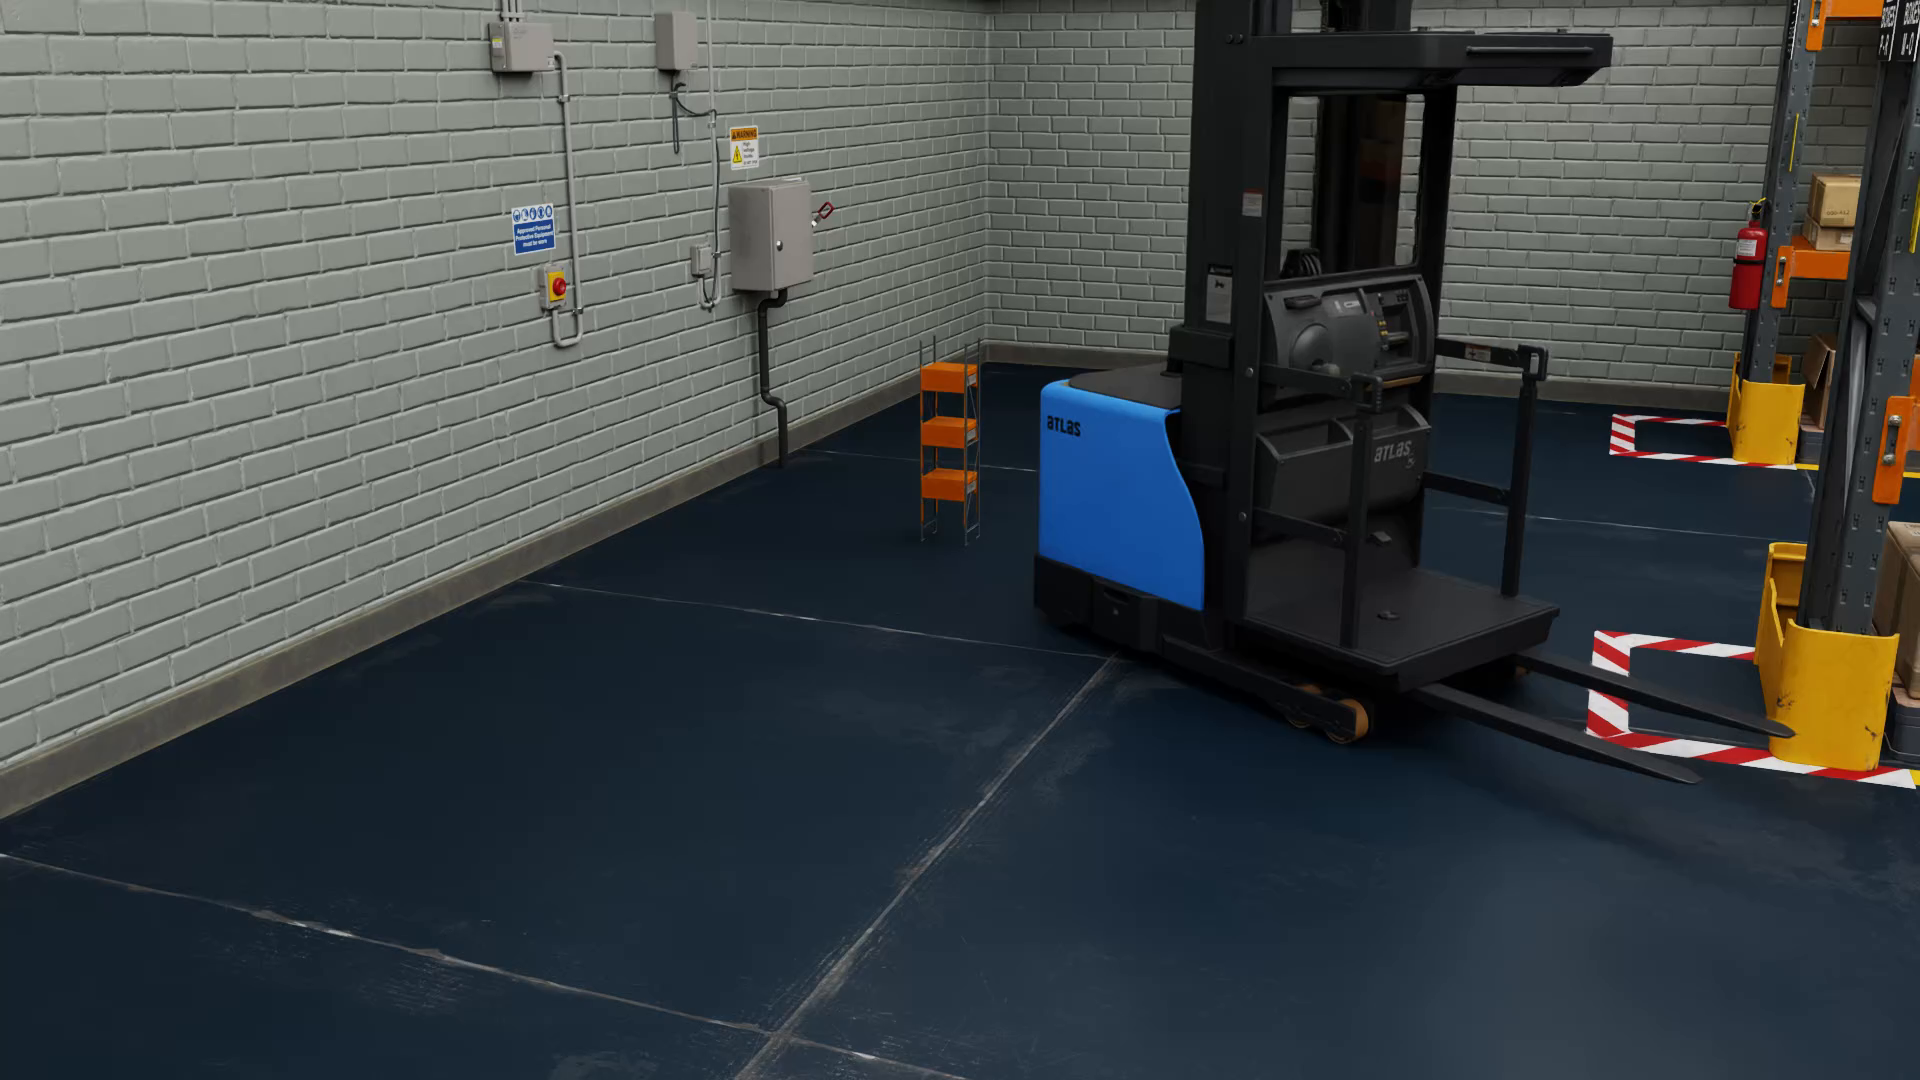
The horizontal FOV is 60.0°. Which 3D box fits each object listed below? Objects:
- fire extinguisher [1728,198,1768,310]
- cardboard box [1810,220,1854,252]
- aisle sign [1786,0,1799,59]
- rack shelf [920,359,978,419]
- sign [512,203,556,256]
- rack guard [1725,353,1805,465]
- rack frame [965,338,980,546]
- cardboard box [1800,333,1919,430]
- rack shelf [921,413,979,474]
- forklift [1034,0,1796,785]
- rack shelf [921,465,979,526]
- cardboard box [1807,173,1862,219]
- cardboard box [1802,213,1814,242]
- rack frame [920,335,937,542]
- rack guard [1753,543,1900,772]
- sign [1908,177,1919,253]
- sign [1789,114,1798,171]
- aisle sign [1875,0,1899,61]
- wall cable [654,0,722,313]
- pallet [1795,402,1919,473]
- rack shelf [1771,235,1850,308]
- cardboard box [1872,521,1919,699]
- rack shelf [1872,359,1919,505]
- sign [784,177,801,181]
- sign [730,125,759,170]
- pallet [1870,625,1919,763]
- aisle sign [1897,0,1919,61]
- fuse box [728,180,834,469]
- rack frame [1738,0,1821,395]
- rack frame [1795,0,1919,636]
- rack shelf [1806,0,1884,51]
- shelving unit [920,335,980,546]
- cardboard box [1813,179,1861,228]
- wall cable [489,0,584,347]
[{"bbox_3d":[4.816,-1.750,10.131,0.183,0.674,0.296,6,17,21],"label":"fire extinguisher"},{"bbox_3d":[5.328,-1.846,10.103,0.250,0.149,0.380,6,17,20],"label":"cardboard box"},{"bbox_3d":[4.952,-3.251,9.828,0.004,0.787,0.394,6,17,21],"label":"aisle sign"},{"bbox_3d":[-0.050,-0.772,8.470,0.240,0.259,0.215,6,17,21],"label":"rack shelf"},{"bbox_3d":[-2.024,-1.478,7.900,0.001,0.218,0.327,6,17,21],"label":"sign"},{"bbox_3d":[5.194,-0.863,10.751,0.348,0.500,1.175,6,17,21],"label":"rack guard"},{"bbox_3d":[0.064,-0.497,8.503,0.008,1.050,0.200,6,17,21],"label":"rack frame"},{"bbox_3d":[5.657,-0.987,10.418,0.637,0.503,0.797,6,17,18],"label":"cardboard box"},{"bbox_3d":[-0.050,-0.499,8.549,0.240,0.259,0.215,6,17,21],"label":"rack shelf"},{"bbox_3d":[1.635,-0.815,6.224,1.130,2.935,3.031,-12,20,-36],"label":"forklift"},{"bbox_3d":[-0.050,-0.233,8.627,0.240,0.259,0.215,6,17,21],"label":"rack shelf"},{"bbox_3d":[5.648,-2.164,10.483,0.500,0.250,0.500,7,18,22],"label":"cardboard box"},{"bbox_3d":[5.530,-1.987,10.587,0.250,0.149,0.380,6,17,20],"label":"cardboard box"},{"bbox_3d":[-0.163,-0.522,8.589,0.008,1.050,0.200,6,17,21],"label":"rack frame"},{"bbox_3d":[3.283,0.414,6.350,0.348,0.500,1.175,6,17,21],"label":"rack guard"},{"bbox_3d":[3.096,-1.094,5.368,0.005,0.325,0.100,6,17,21],"label":"sign"},{"bbox_3d":[4.924,-2.347,9.824,0.005,0.325,0.100,6,17,21],"label":"sign"},{"bbox_3d":[3.352,-2.120,5.933,0.004,0.787,0.394,6,17,21],"label":"aisle sign"},{"bbox_3d":[-1.439,-2.211,9.089,0.122,1.984,0.588,6,17,21],"label":"wall cable"},{"bbox_3d":[5.936,-0.643,10.511,1.213,0.211,1.003,6,17,21],"label":"pallet"},{"bbox_3d":[6.983,-1.521,9.825,4.000,0.370,1.077,6,17,21],"label":"rack shelf"},{"bbox_3d":[3.956,0.287,6.149,0.875,0.438,0.875,6,17,19],"label":"cardboard box"},{"bbox_3d":[5.166,-0.234,5.389,4.000,0.370,1.077,6,17,21],"label":"rack shelf"},{"bbox_3d":[-1.054,-1.988,10.312,0.001,0.494,0.329,6,17,21],"label":"sign"},{"bbox_3d":[-1.255,-2.288,9.693,0.001,0.242,0.339,6,17,21],"label":"sign"},{"bbox_3d":[4.078,0.617,6.170,1.213,0.211,1.003,6,17,21],"label":"pallet"},{"bbox_3d":[3.132,-1.964,5.397,0.004,0.787,0.394,6,17,21],"label":"aisle sign"},{"bbox_3d":[-1.042,-1.266,9.964,0.414,1.711,0.539,6,17,21],"label":"fuse box"},{"bbox_3d":[5.123,-2.072,10.429,0.127,3.000,1.000,6,17,21],"label":"rack frame"},{"bbox_3d":[3.305,-0.784,5.993,0.127,3.000,1.000,6,17,21],"label":"rack frame"},{"bbox_3d":[6.983,-2.962,9.406,4.000,0.370,1.077,6,17,21],"label":"rack shelf"},{"bbox_3d":[-0.050,-0.510,8.546,0.252,1.050,0.215,6,17,21],"label":"shelving unit"},{"bbox_3d":[5.446,-2.026,10.008,0.500,0.250,0.500,6,17,21],"label":"cardboard box"},{"bbox_3d":[-1.949,-1.858,7.813,0.123,1.953,0.585,6,17,21],"label":"wall cable"}]
